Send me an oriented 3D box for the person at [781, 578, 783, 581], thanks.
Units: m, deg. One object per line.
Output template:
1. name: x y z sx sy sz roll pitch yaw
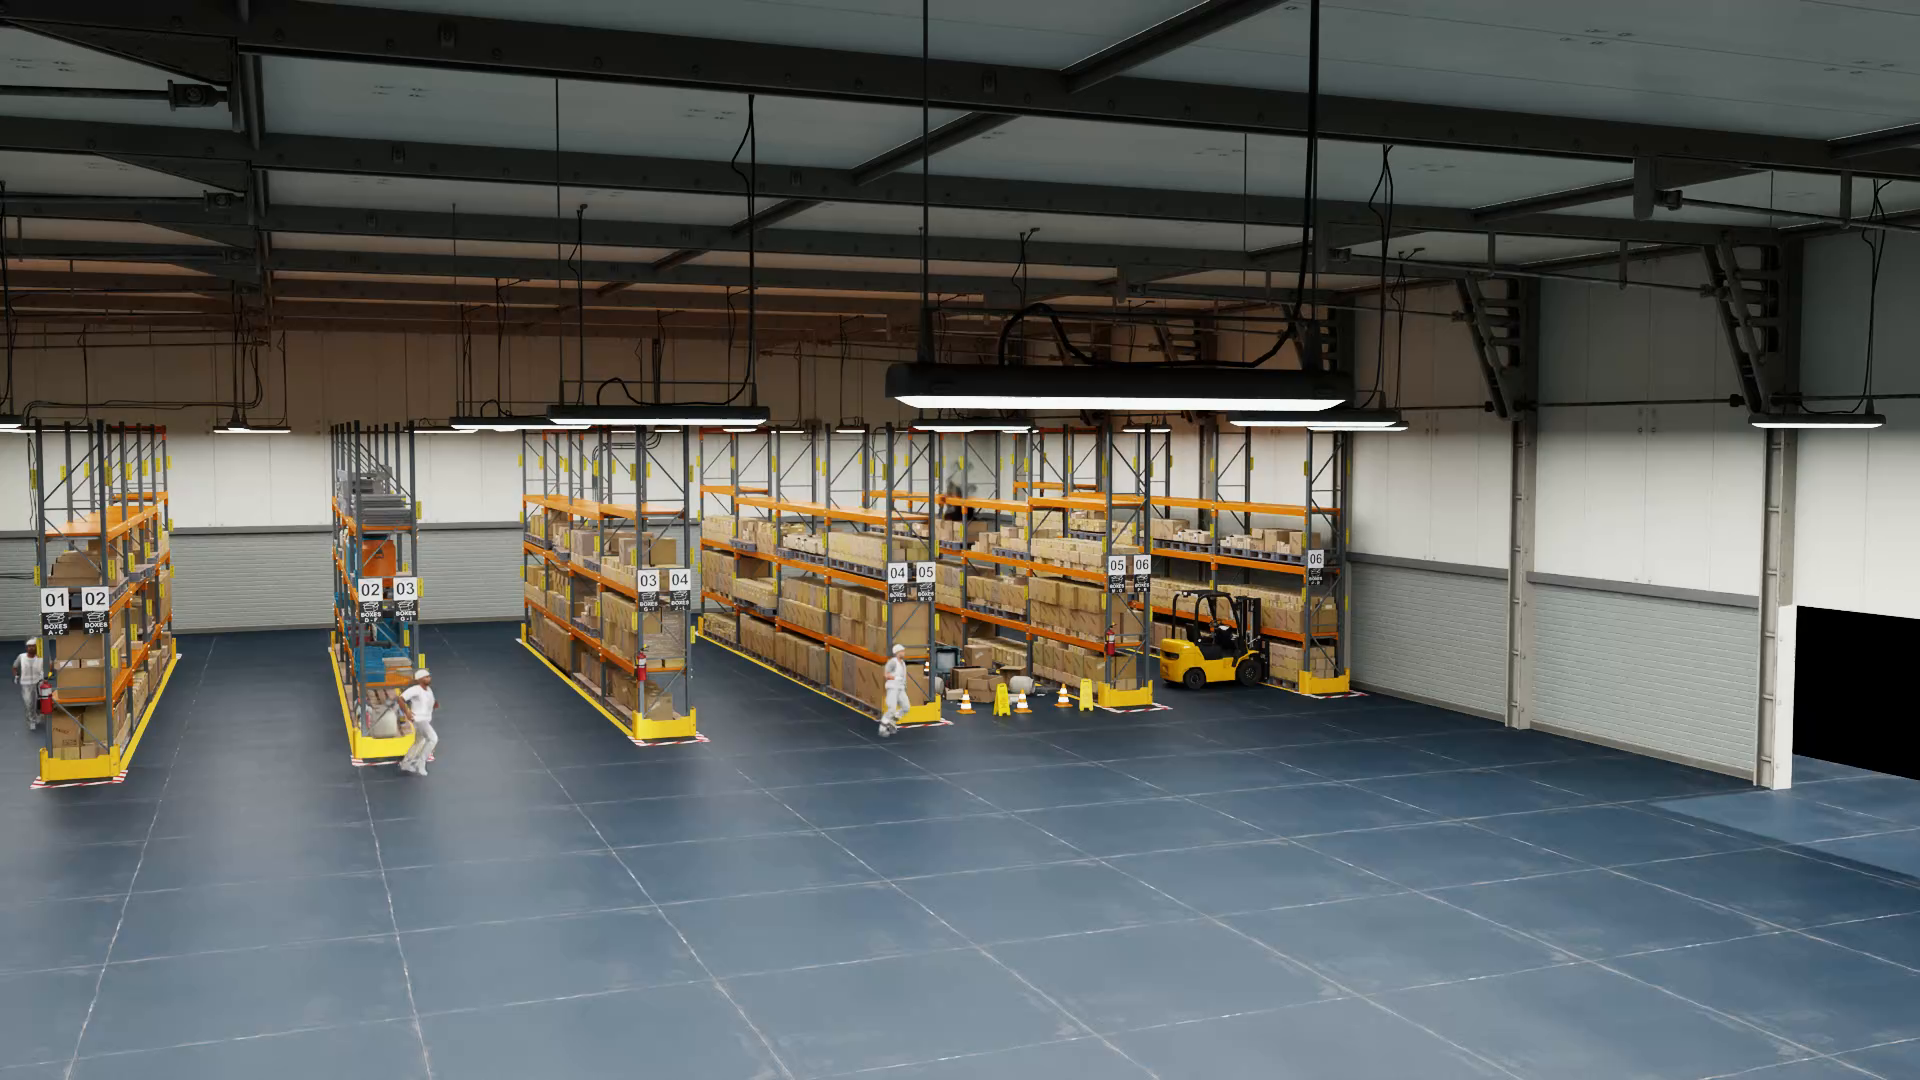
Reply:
1. person: -5.236 1.908 48.019 0.553 1.699 0.681 -2 4 -24

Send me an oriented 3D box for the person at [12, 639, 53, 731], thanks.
1. person: -18.099 2.816 32.466 0.712 1.760 0.751 -2 4 -26

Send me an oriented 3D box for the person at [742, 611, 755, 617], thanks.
1. person: -6.235 1.817 49.757 0.629 1.596 0.609 -2 4 -27

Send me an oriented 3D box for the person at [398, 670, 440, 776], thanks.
1. person: -9.163 3.092 28.256 0.662 1.781 0.690 0 4 2

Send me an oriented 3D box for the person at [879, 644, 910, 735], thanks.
1. person: -1.171 2.865 31.822 0.597 1.725 0.662 3 5 39
